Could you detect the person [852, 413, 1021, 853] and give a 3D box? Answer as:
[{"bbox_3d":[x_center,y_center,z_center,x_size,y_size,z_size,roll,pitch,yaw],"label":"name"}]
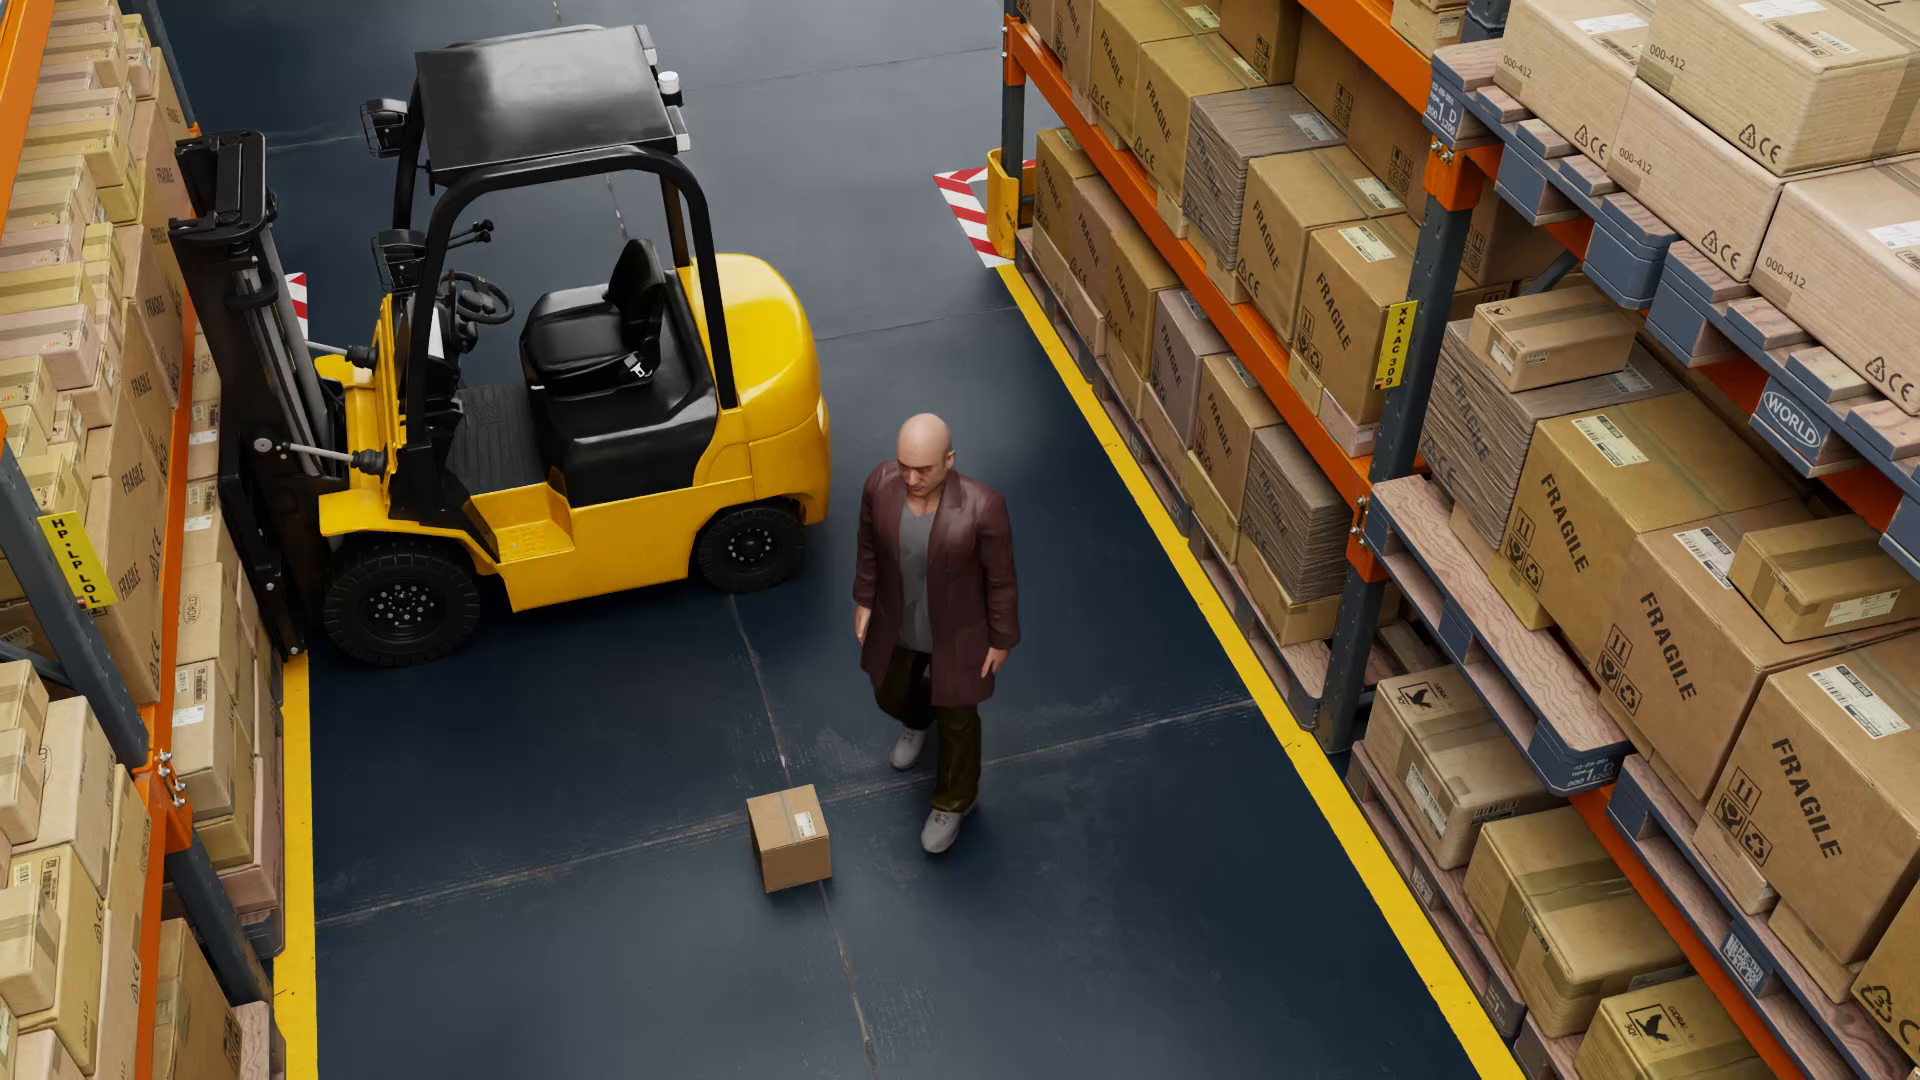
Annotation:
[{"bbox_3d":[-0.089,0.285,5.845,0.642,1.777,0.705,16,44,17],"label":"person"}]
